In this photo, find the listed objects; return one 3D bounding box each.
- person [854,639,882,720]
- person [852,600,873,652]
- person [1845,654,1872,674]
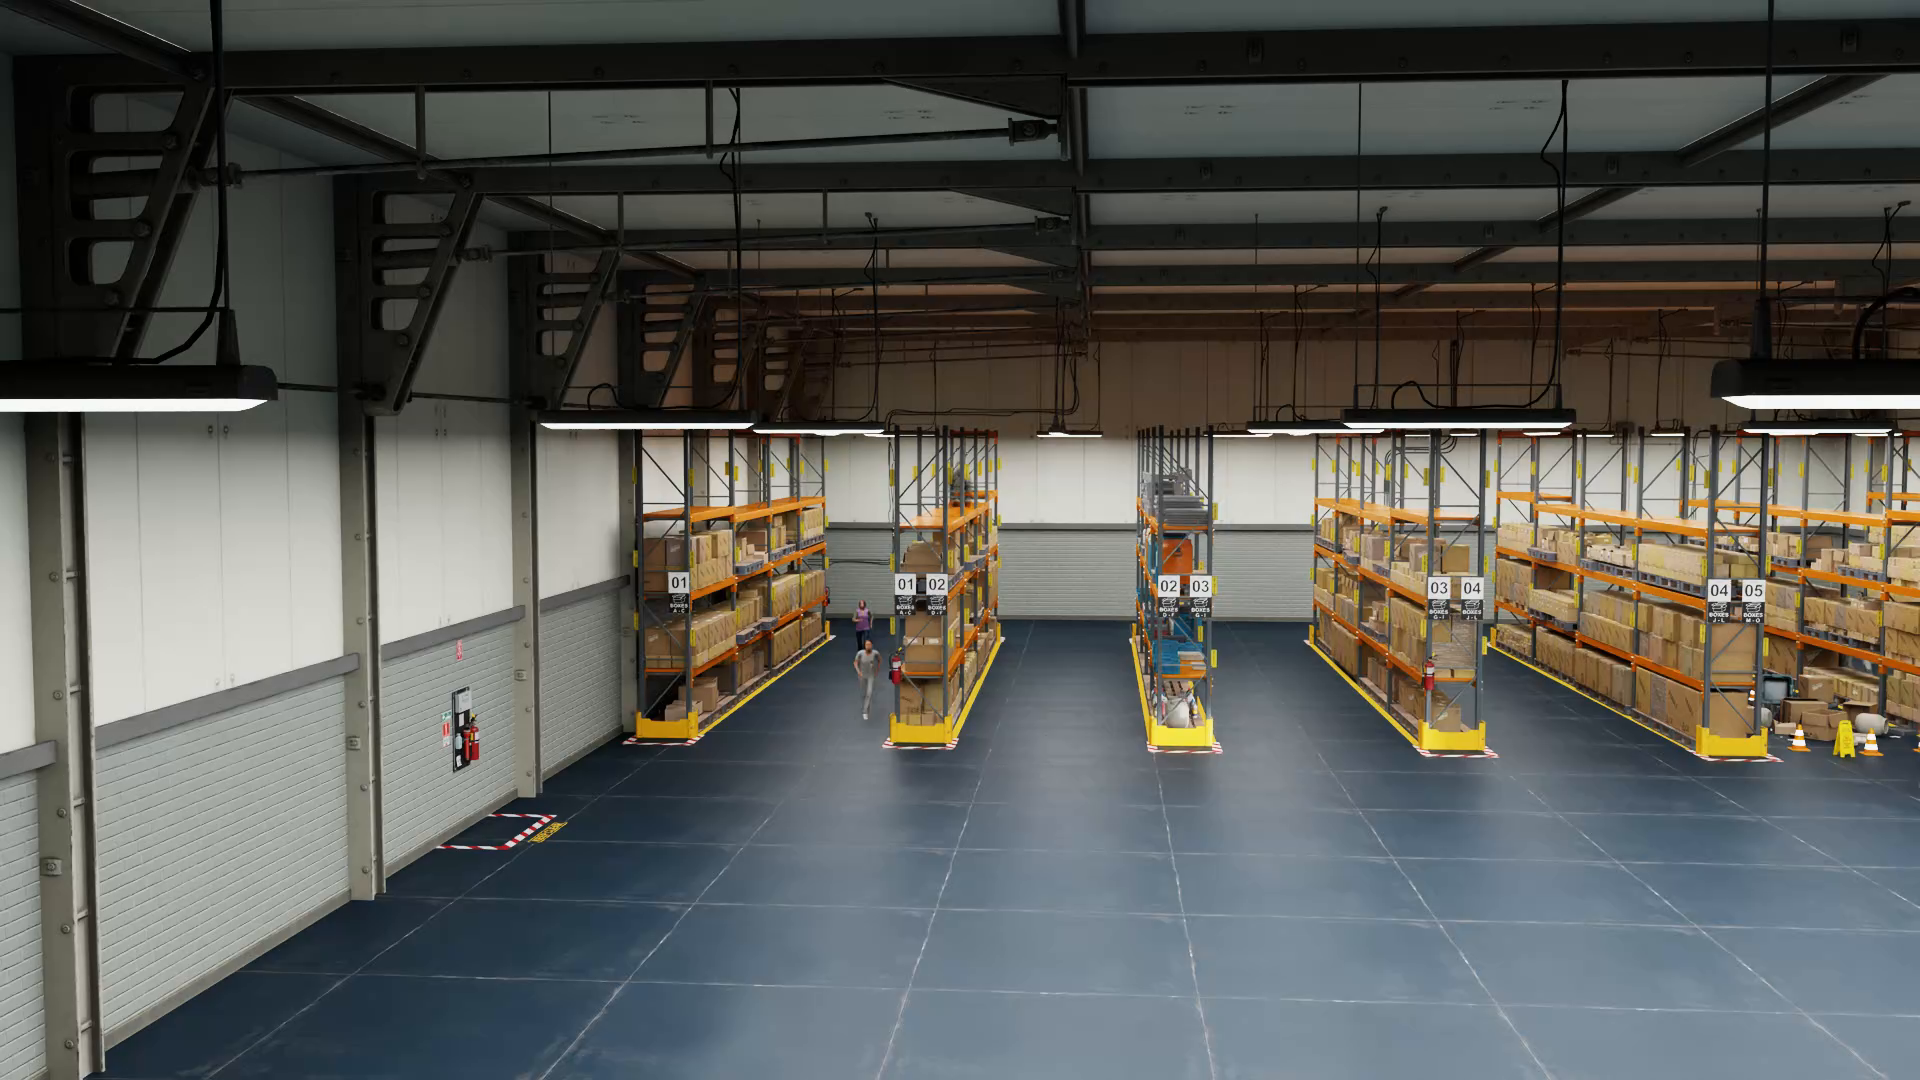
[{"bbox_3d":[-1.902,2.852,34.459,0.564,1.658,0.996,0,3,3],"label":"person"},{"bbox_3d":[-2.500,2.331,42.717,0.534,1.601,0.860,0,3,-1],"label":"person"},{"bbox_3d":[21.512,2.476,39.815,0.659,1.797,1.030,0,3,0],"label":"person"}]
